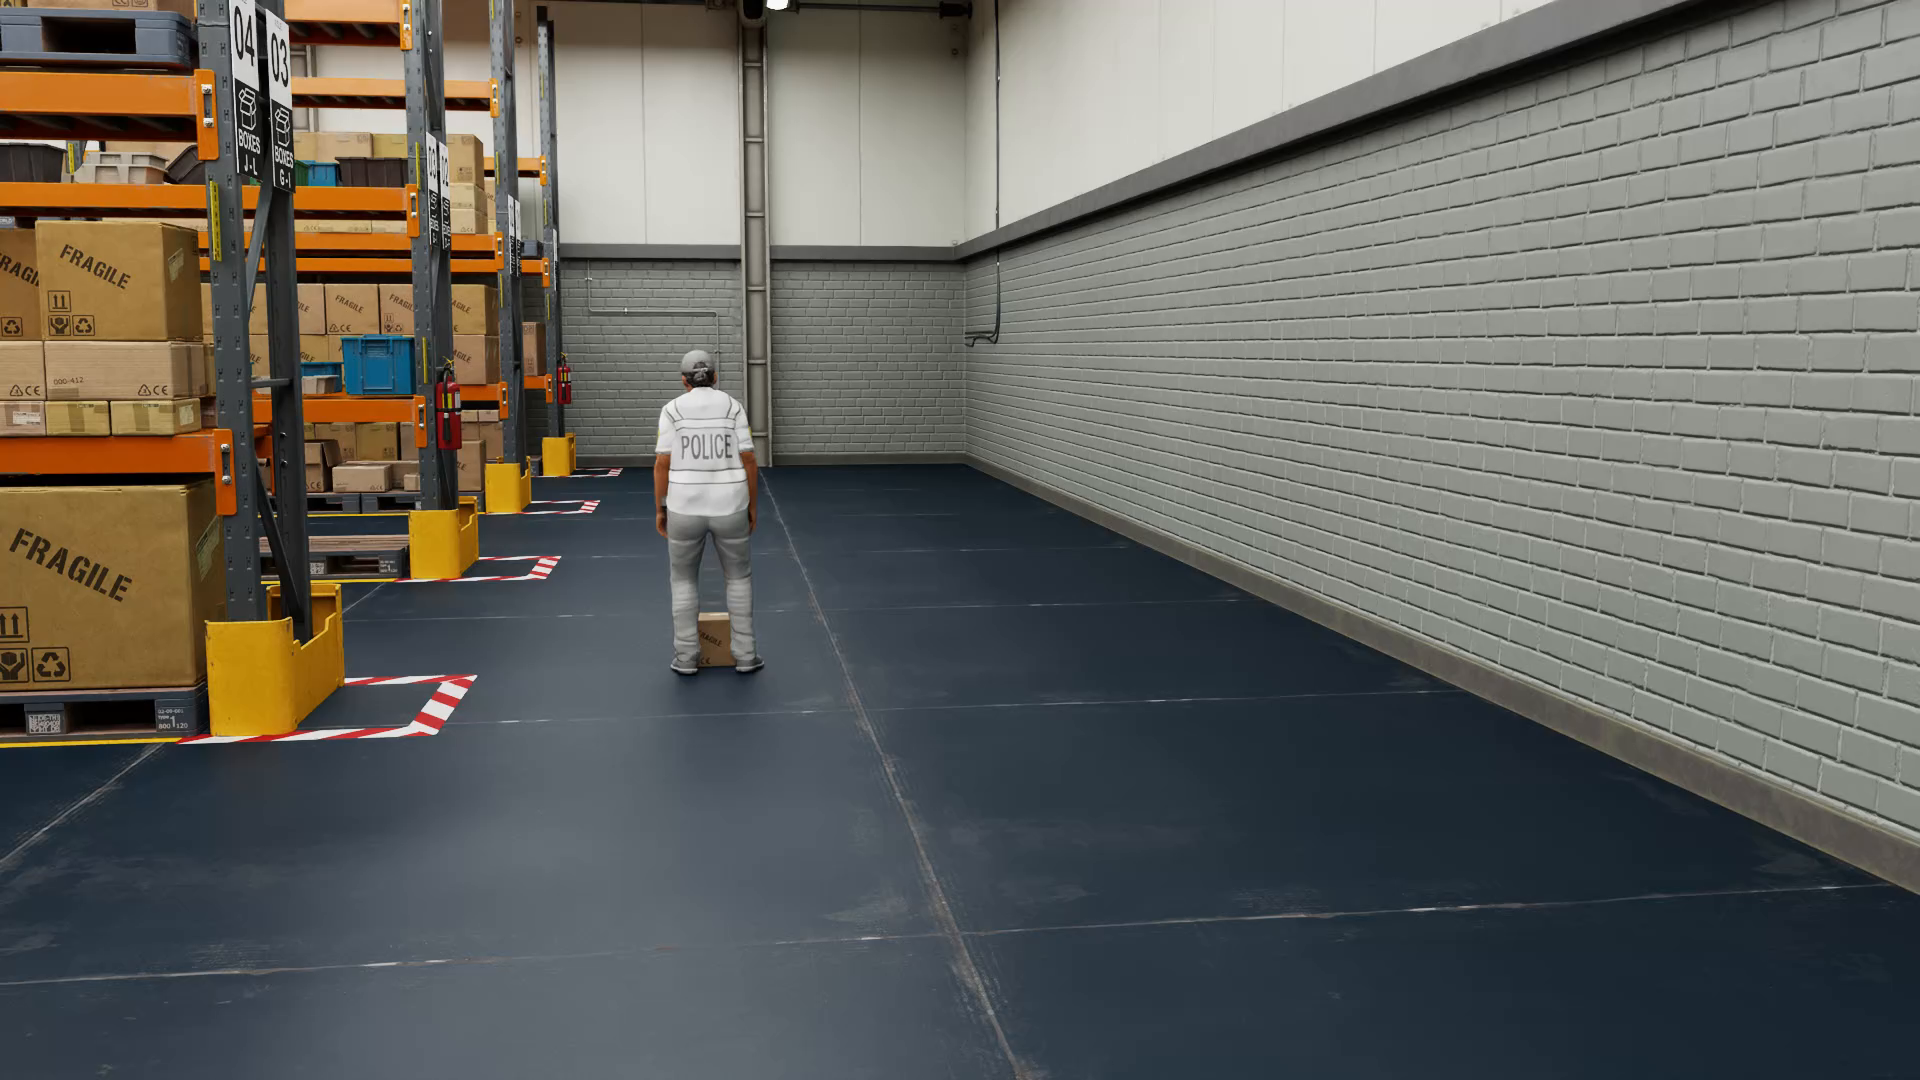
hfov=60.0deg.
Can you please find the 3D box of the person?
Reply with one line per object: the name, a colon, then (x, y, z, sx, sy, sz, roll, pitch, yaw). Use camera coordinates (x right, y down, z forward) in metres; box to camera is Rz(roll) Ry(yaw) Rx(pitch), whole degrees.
person: (-1.294, -0.146, 8.579, 0.558, 1.665, 0.468, -1, 7, -12)
